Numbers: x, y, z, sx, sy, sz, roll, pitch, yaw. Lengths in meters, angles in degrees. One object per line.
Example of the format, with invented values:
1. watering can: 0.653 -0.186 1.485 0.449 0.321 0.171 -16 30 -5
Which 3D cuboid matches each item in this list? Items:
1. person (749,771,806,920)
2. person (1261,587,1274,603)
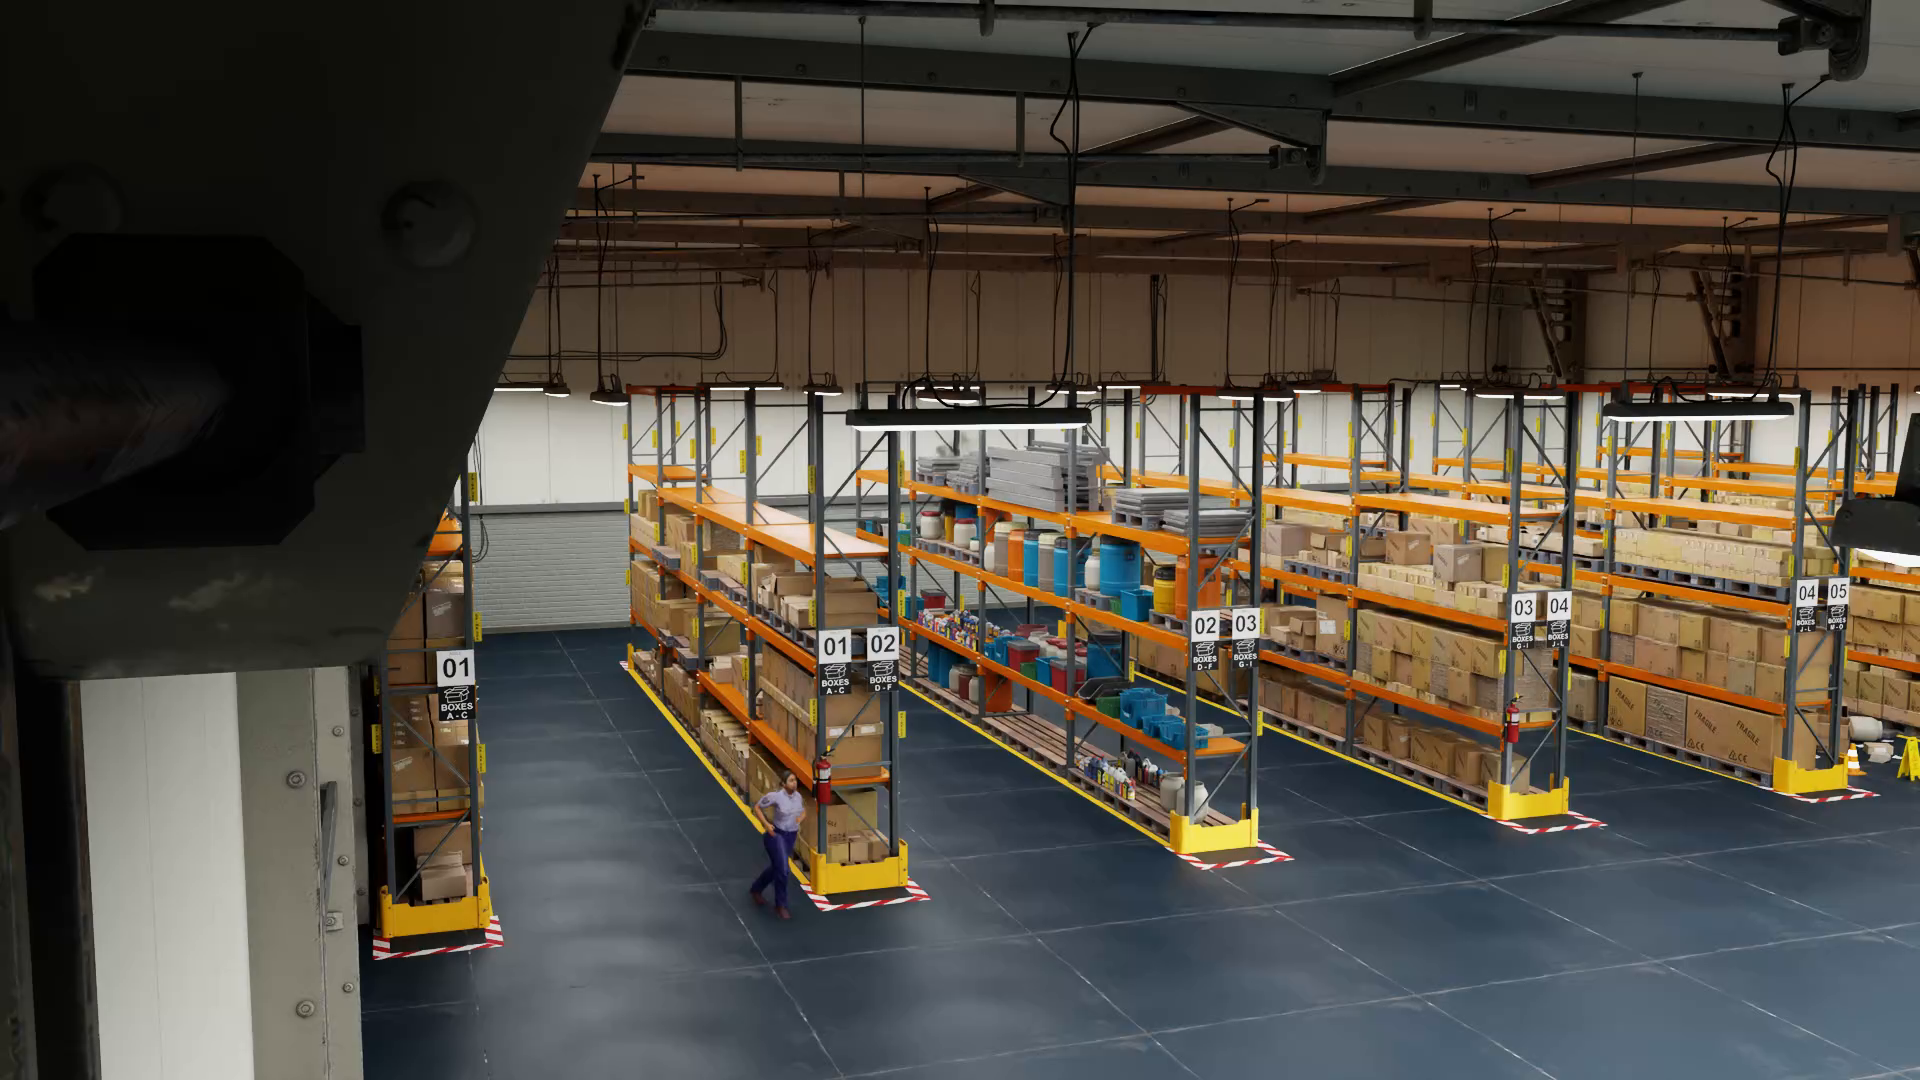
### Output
1. person: -2.100 3.537 19.492 0.752 1.694 0.629 4 7 37
2. person: 7.630 1.199 41.438 0.902 1.702 0.696 3 7 27
